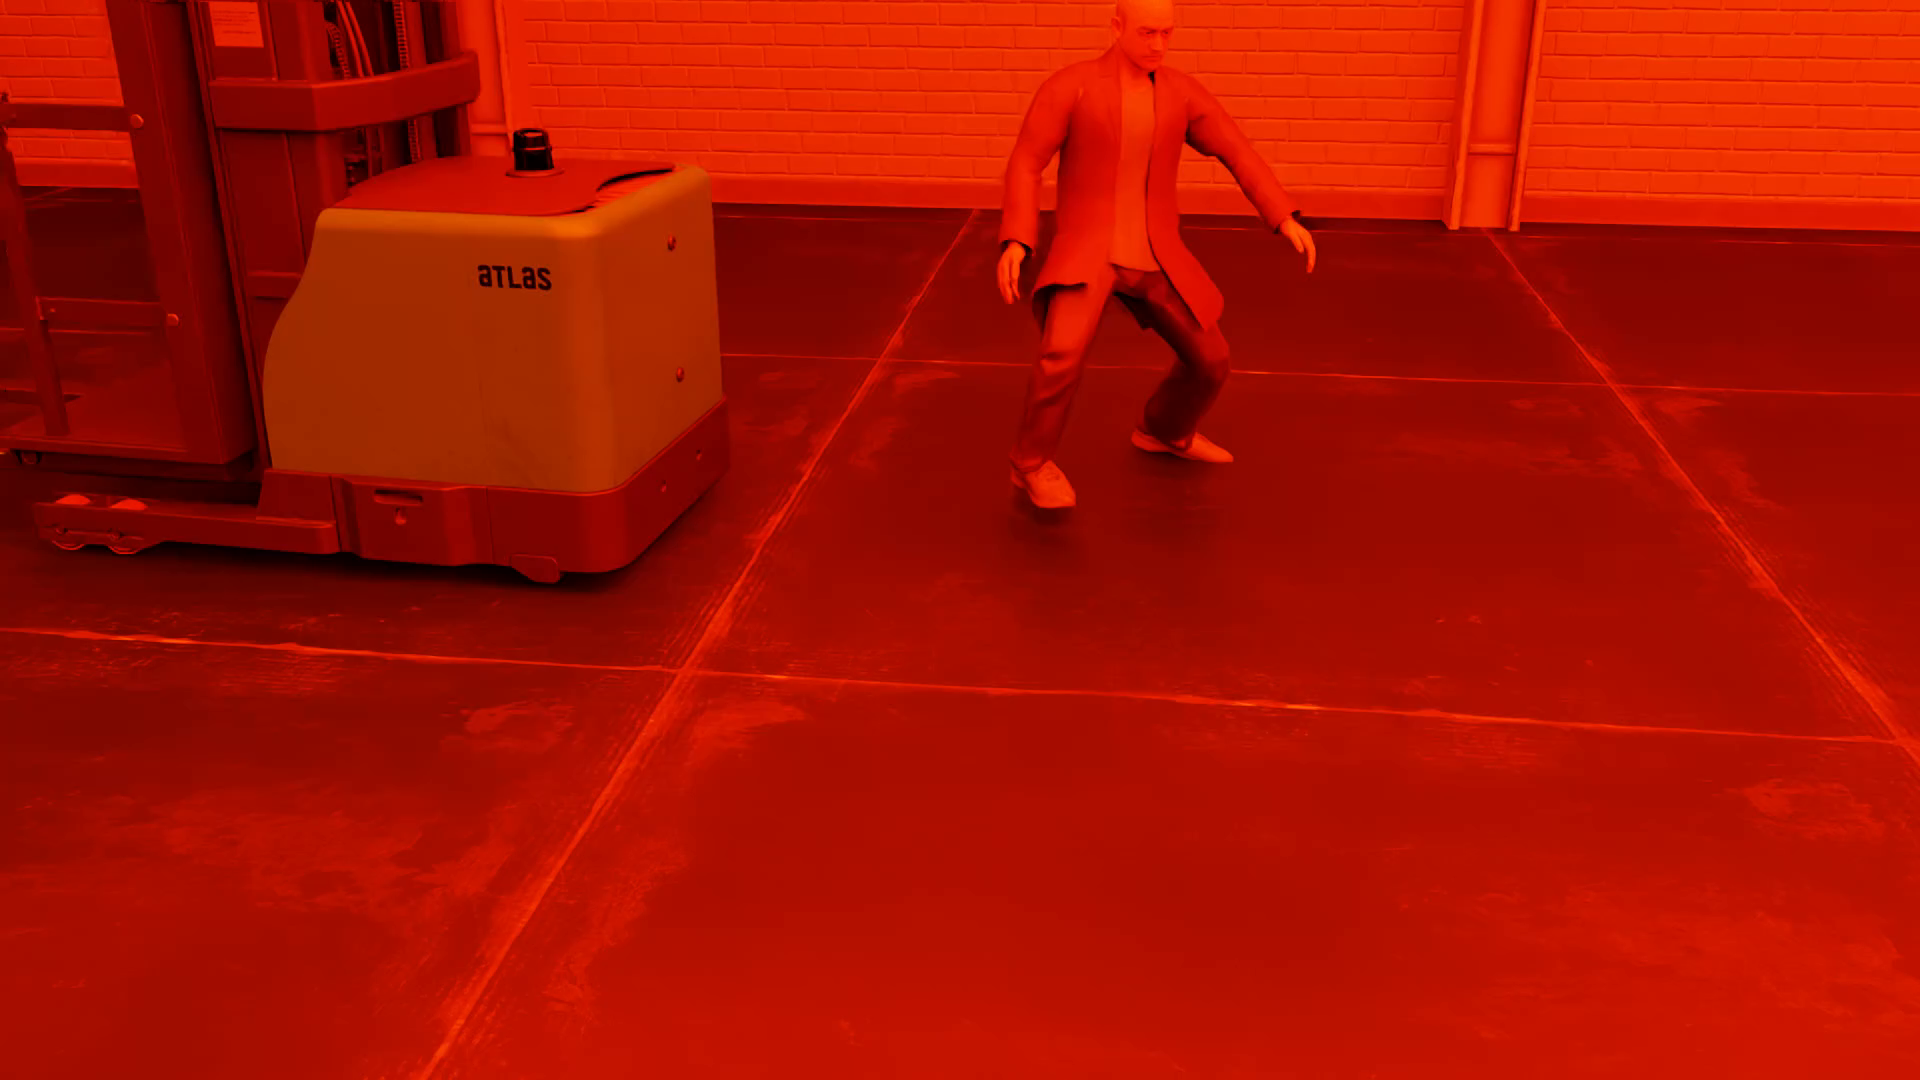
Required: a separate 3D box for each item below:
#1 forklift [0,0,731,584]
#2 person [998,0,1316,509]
[{"bbox_3d":[-2.344,-1.500,4.979,3.031,2.935,1.130,5,22,11],"label":"forklift"},{"bbox_3d":[0.583,-0.923,5.336,1.002,1.650,0.782,-5,23,-13],"label":"person"}]
